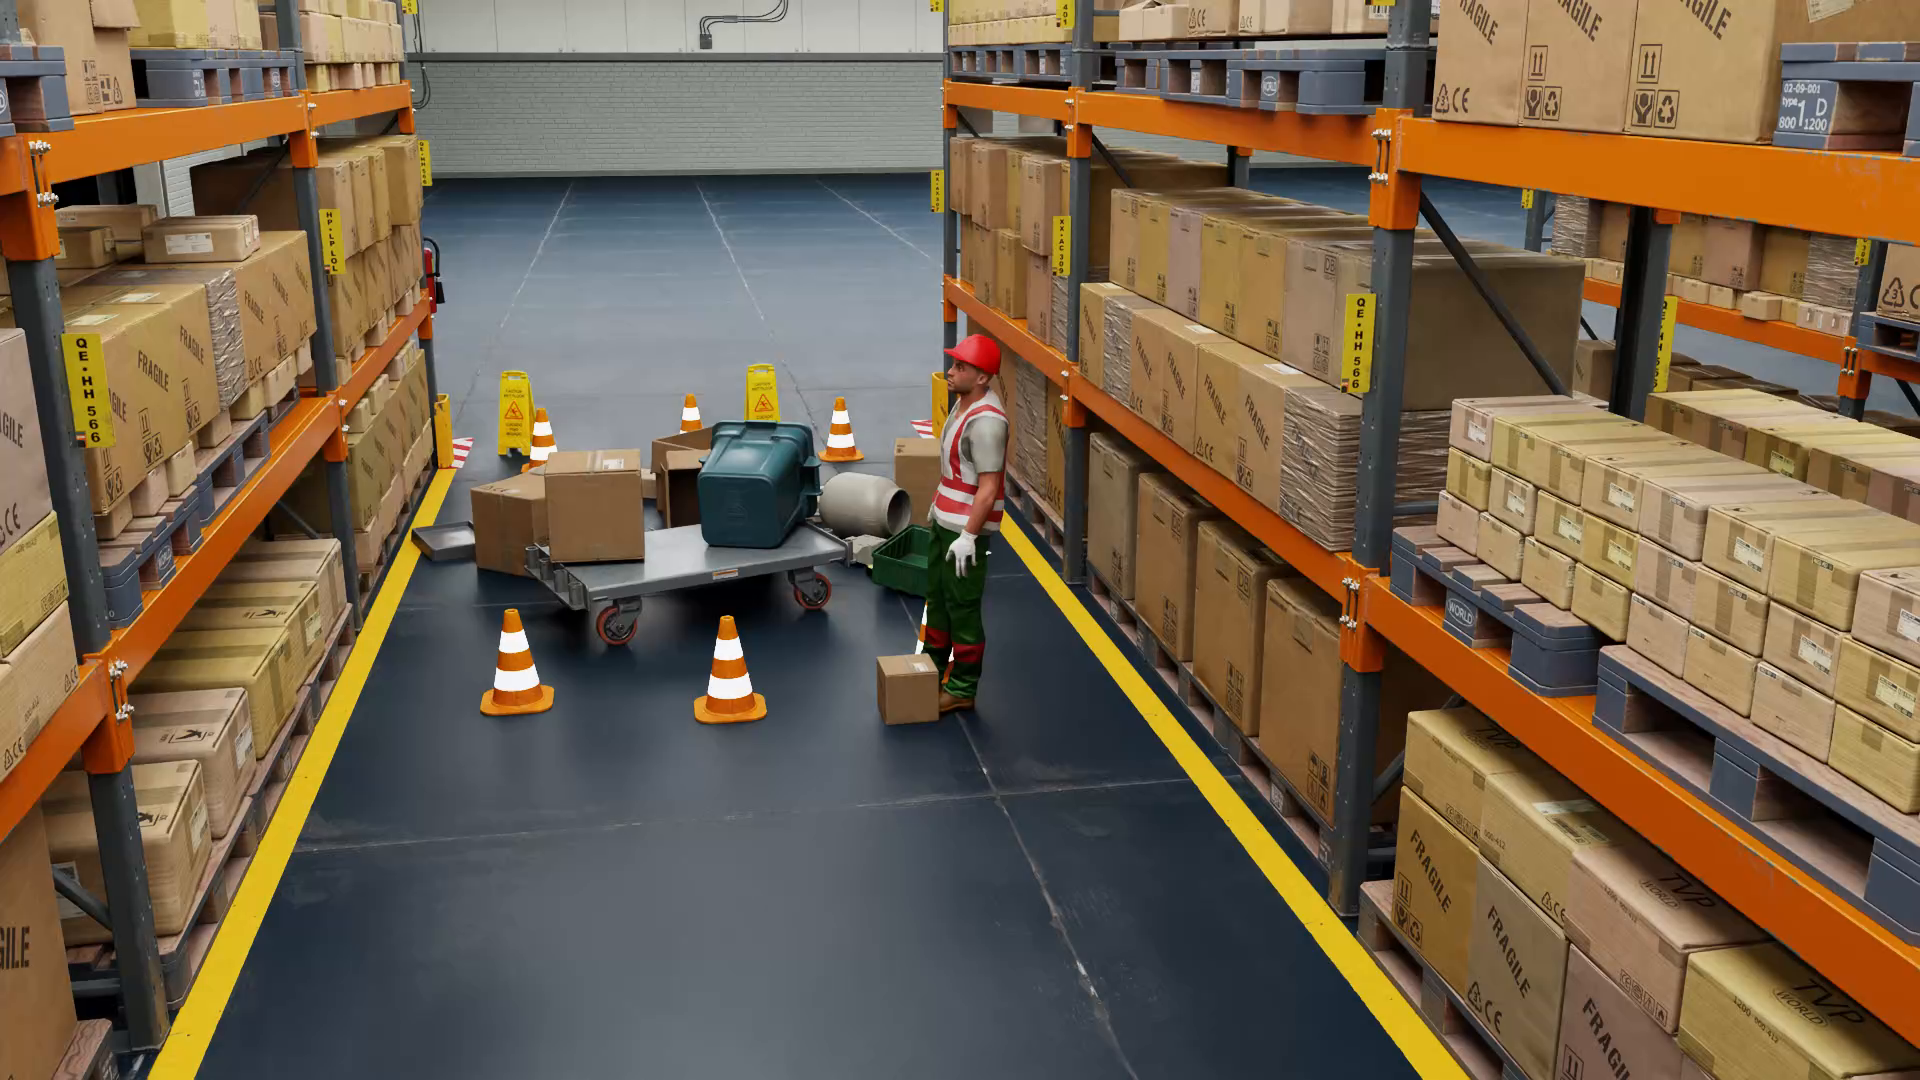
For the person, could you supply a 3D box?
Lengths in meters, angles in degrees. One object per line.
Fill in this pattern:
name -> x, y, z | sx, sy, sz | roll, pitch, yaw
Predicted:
person -> -0.065, -0.066, 7.682 | 0.565, 1.787, 0.638 | -3, 16, -10
